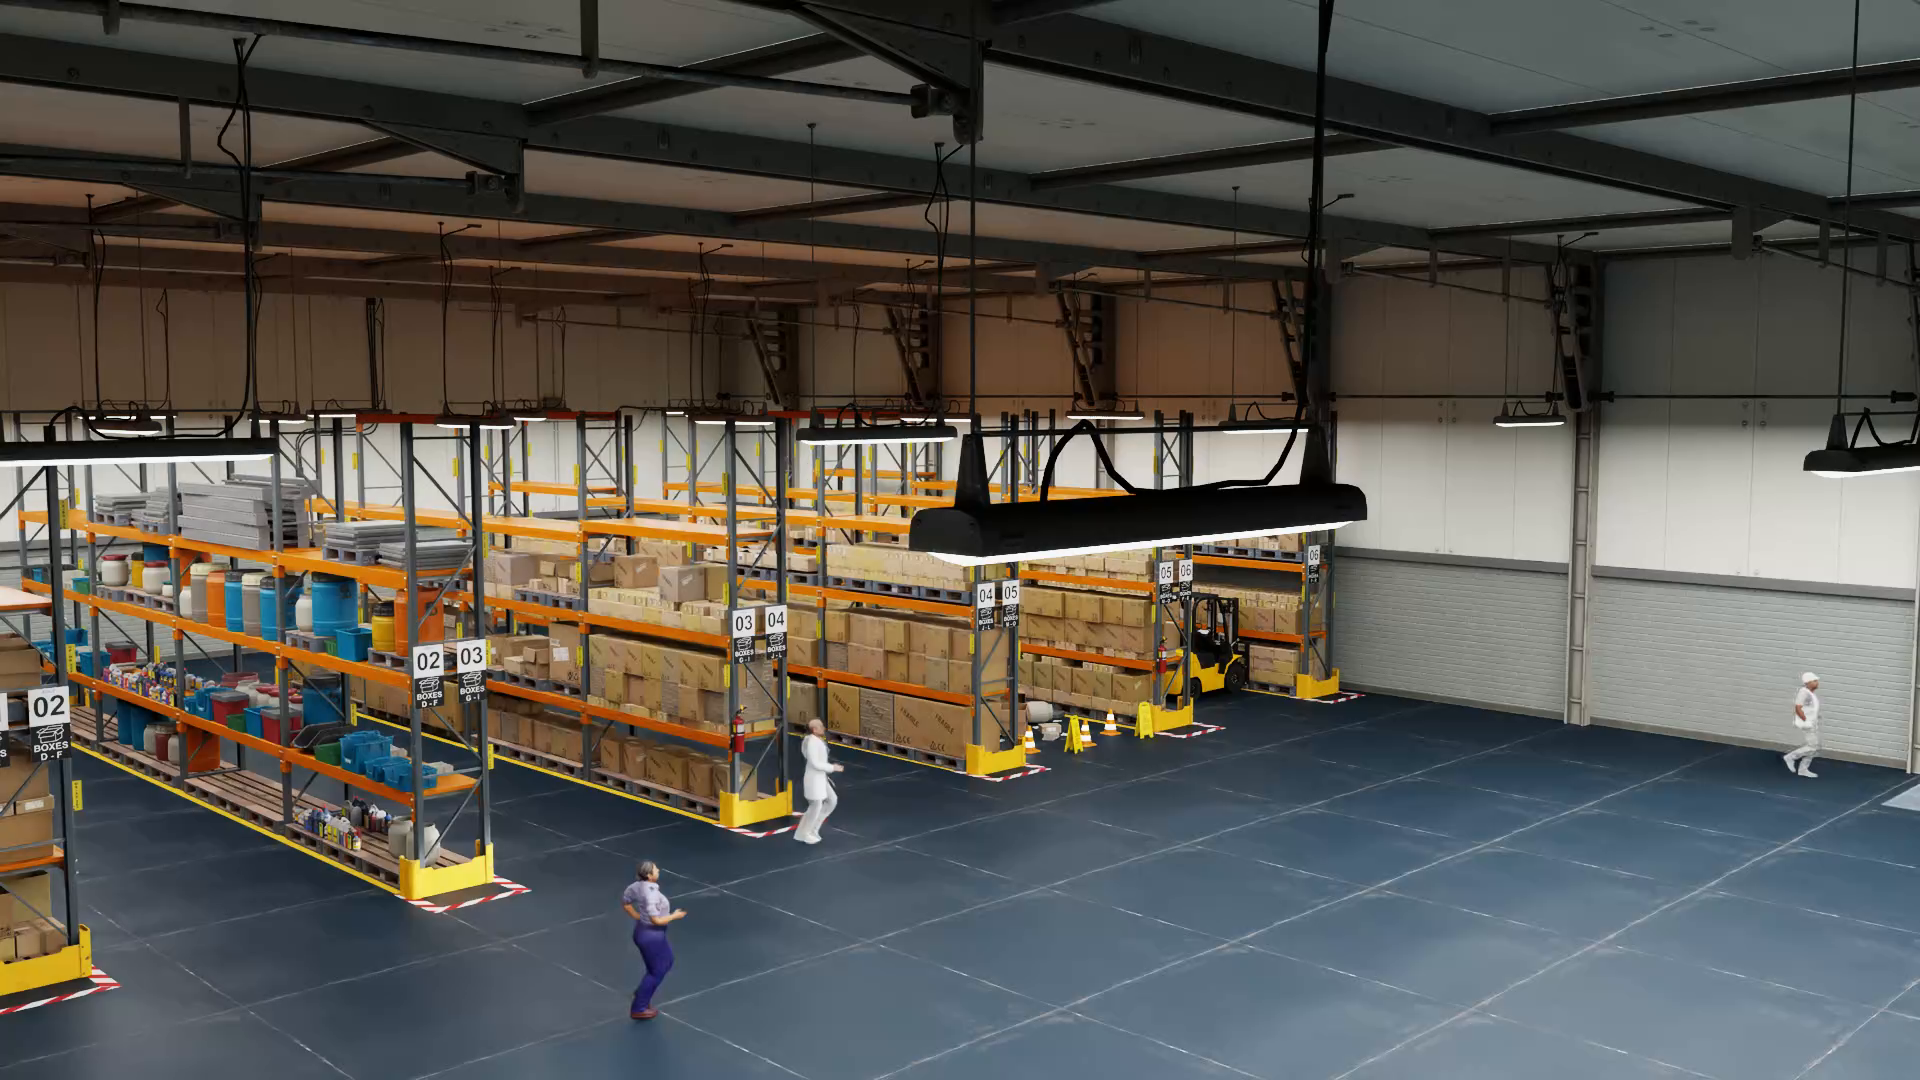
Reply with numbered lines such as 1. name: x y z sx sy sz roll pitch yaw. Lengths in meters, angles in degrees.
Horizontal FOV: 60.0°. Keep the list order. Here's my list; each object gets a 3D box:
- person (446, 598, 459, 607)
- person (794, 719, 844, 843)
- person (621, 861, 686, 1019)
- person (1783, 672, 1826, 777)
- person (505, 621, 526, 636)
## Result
1. person: -11.833 2.113 38.521 0.695 1.772 0.889 0 5 -1
2. person: -1.995 3.416 23.557 0.730 1.788 0.749 0 5 1
3. person: -3.104 4.050 16.950 0.590 1.627 0.589 -3 6 -28
4. person: 14.068 3.063 27.655 0.565 1.749 0.699 3 6 31
5. person: -10.903 1.993 40.969 0.847 1.613 0.659 0 5 1
